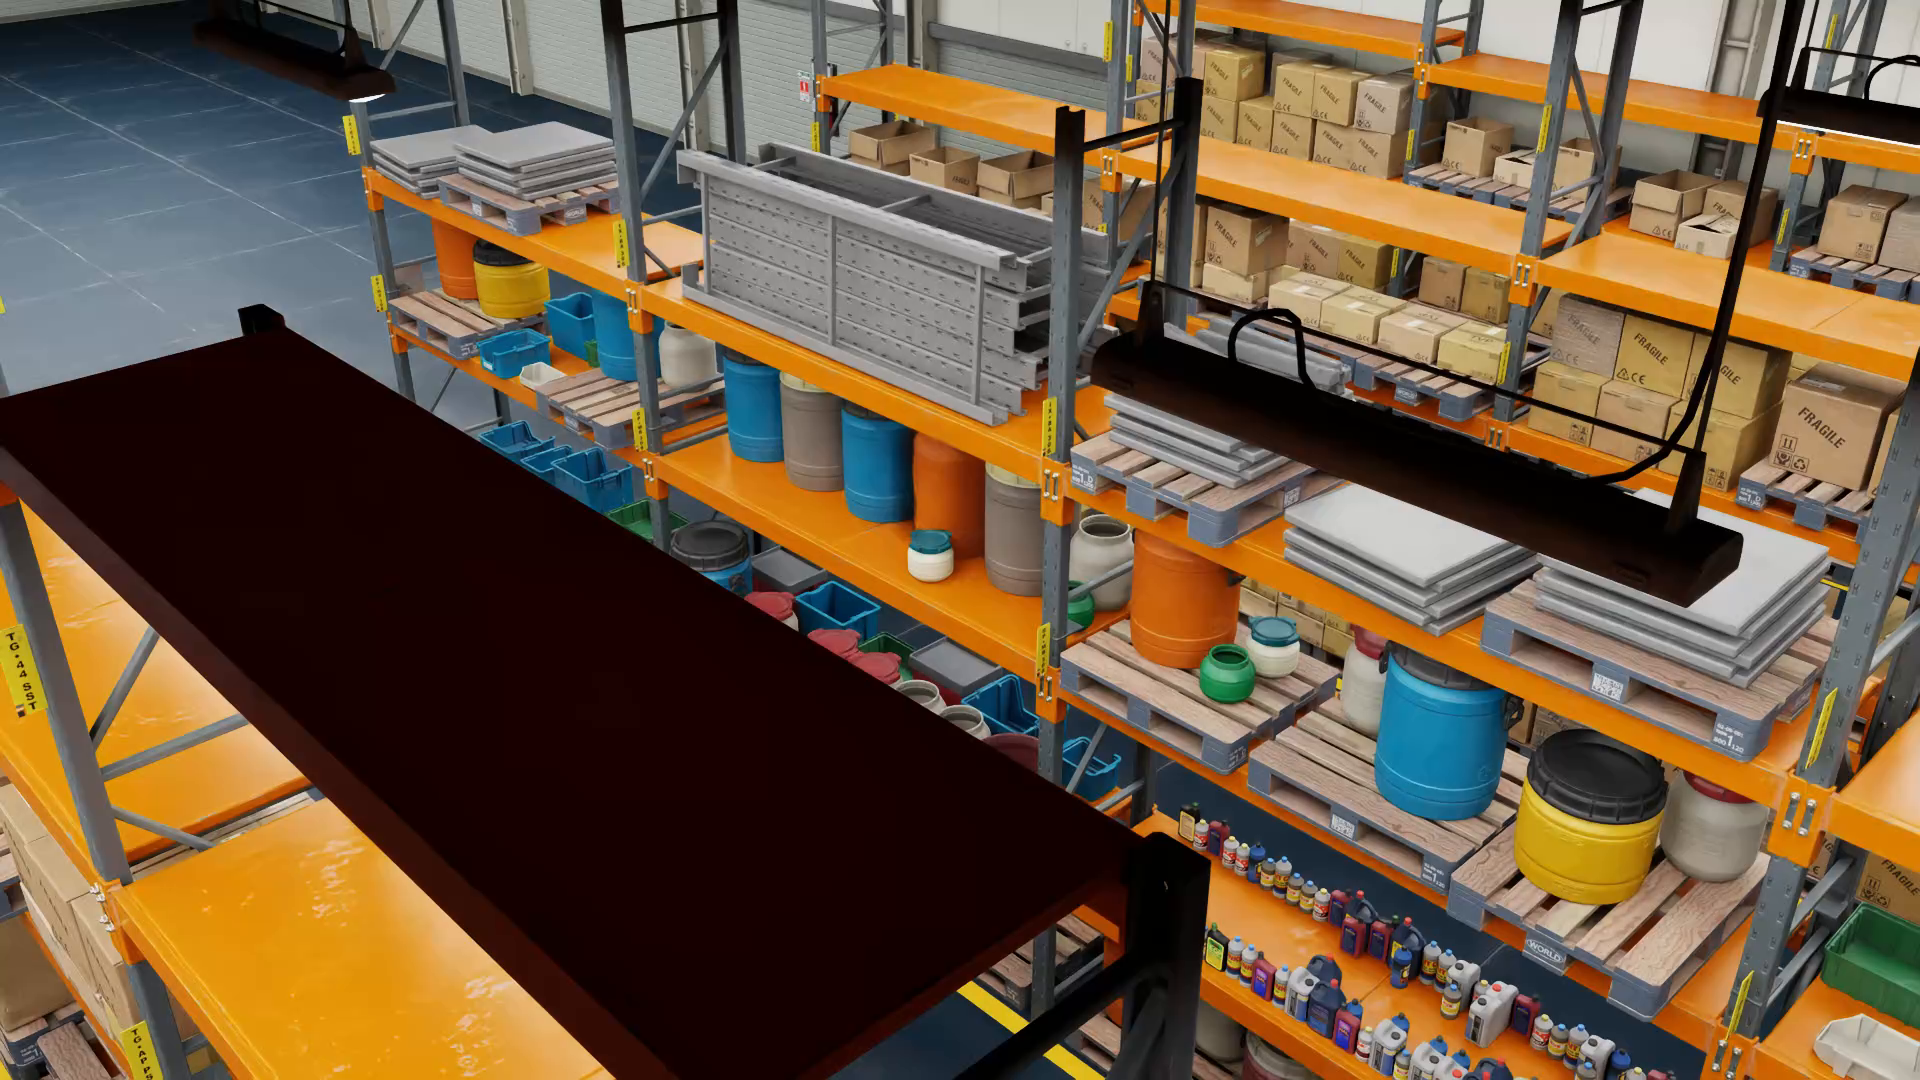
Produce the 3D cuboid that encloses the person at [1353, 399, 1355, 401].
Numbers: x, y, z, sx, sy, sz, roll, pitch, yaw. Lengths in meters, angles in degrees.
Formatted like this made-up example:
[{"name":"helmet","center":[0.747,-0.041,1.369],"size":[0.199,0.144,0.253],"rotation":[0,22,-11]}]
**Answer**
[{"name":"person","center":[3.724,-0.924,16.833],"size":[1.004,1.606,0.508],"rotation":[16,32,27]}]
